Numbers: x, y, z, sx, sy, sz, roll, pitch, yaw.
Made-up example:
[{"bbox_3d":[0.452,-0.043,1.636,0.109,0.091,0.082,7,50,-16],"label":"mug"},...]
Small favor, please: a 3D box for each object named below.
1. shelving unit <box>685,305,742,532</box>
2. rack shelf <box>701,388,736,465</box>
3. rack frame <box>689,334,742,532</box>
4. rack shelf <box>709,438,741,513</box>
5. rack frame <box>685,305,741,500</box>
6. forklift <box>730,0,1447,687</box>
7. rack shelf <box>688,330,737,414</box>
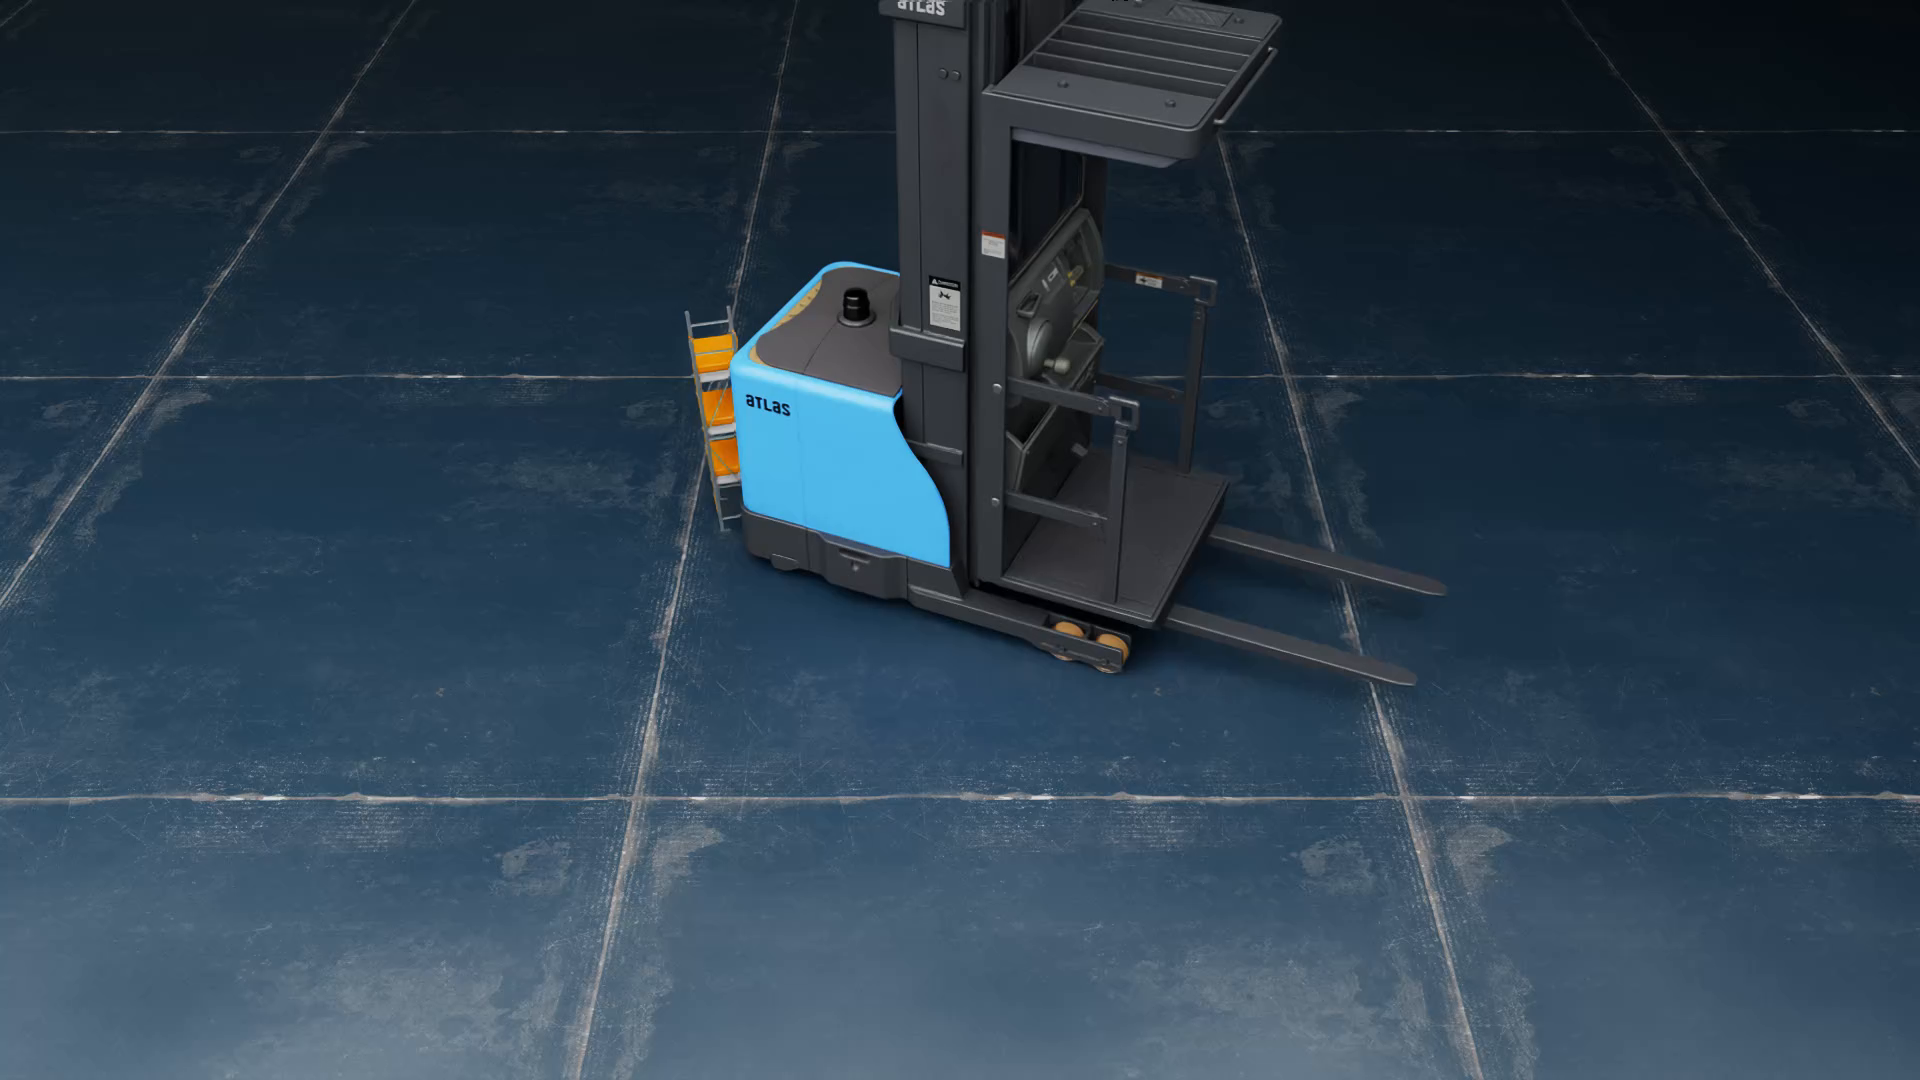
[{"bbox_3d":[-1.069,-0.539,7.575,0.215,1.050,0.252,-9,39,-7],"label":"shelving unit"},{"bbox_3d":[-1.068,-0.530,7.582,0.215,0.259,0.240,-9,39,-7],"label":"rack shelf"},{"bbox_3d":[-1.045,-0.464,7.482,0.200,1.050,0.008,-9,39,-7],"label":"rack frame"},{"bbox_3d":[-1.057,-0.315,7.757,0.215,0.259,0.240,-9,39,-7],"label":"rack shelf"},{"bbox_3d":[-1.093,-0.613,7.669,0.200,1.050,0.008,-9,39,-7],"label":"rack frame"},{"bbox_3d":[0.575,-0.960,6.604,3.031,2.935,1.130,15,41,18],"label":"forklift"},{"bbox_3d":[-1.080,-0.750,7.403,0.215,0.259,0.240,-9,39,-7],"label":"rack shelf"}]
